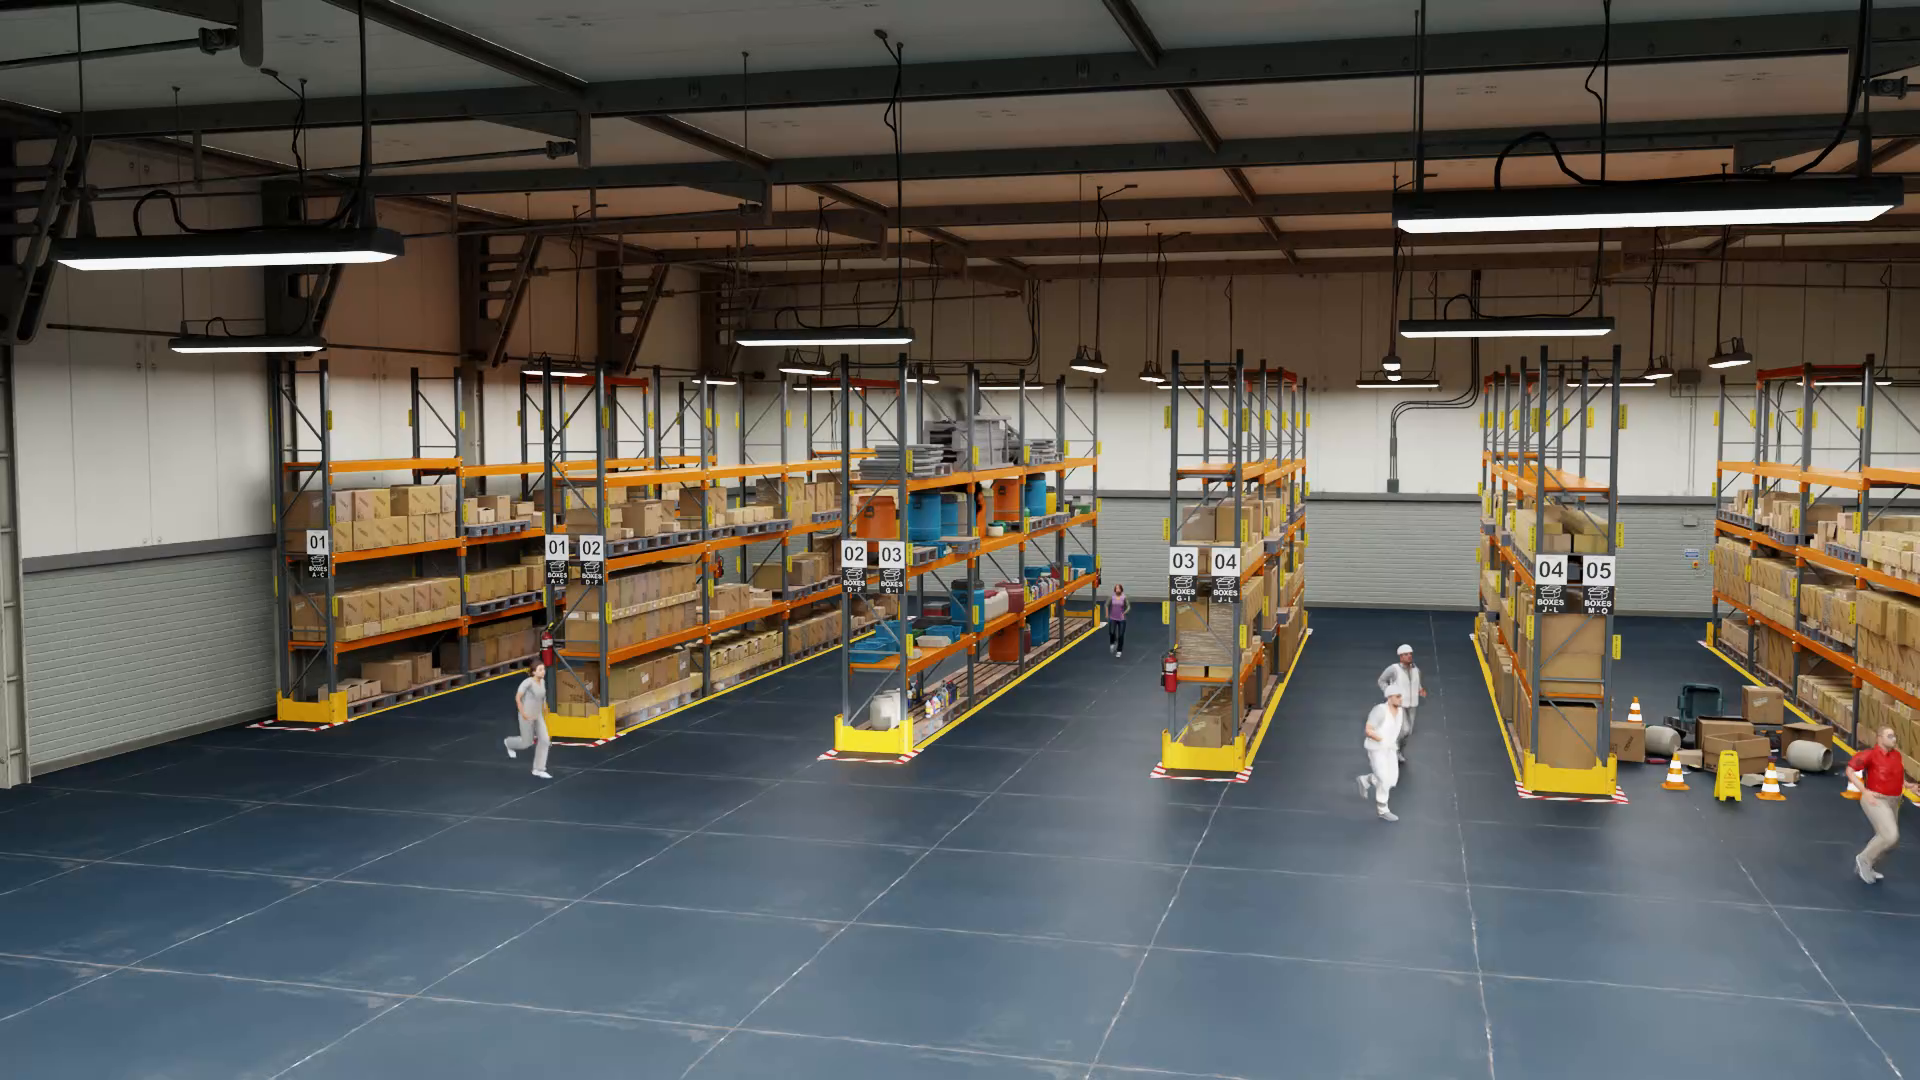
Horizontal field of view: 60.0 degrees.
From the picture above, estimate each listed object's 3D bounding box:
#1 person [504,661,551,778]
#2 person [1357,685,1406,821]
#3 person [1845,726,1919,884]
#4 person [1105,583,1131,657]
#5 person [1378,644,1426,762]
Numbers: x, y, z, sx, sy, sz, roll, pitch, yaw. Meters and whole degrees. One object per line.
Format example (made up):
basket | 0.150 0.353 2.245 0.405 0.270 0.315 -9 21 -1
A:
person | -6.100 2.522 23.523 0.887 1.652 0.569 3 5 33
person | 5.273 2.645 20.898 0.646 1.727 0.767 -2 5 -31
person | 9.976 2.868 17.923 0.633 1.714 0.655 -2 5 -26
person | 3.326 1.700 35.152 0.568 1.564 0.570 1 4 10
person | 6.456 2.391 24.116 0.633 1.747 0.661 -1 4 -19
